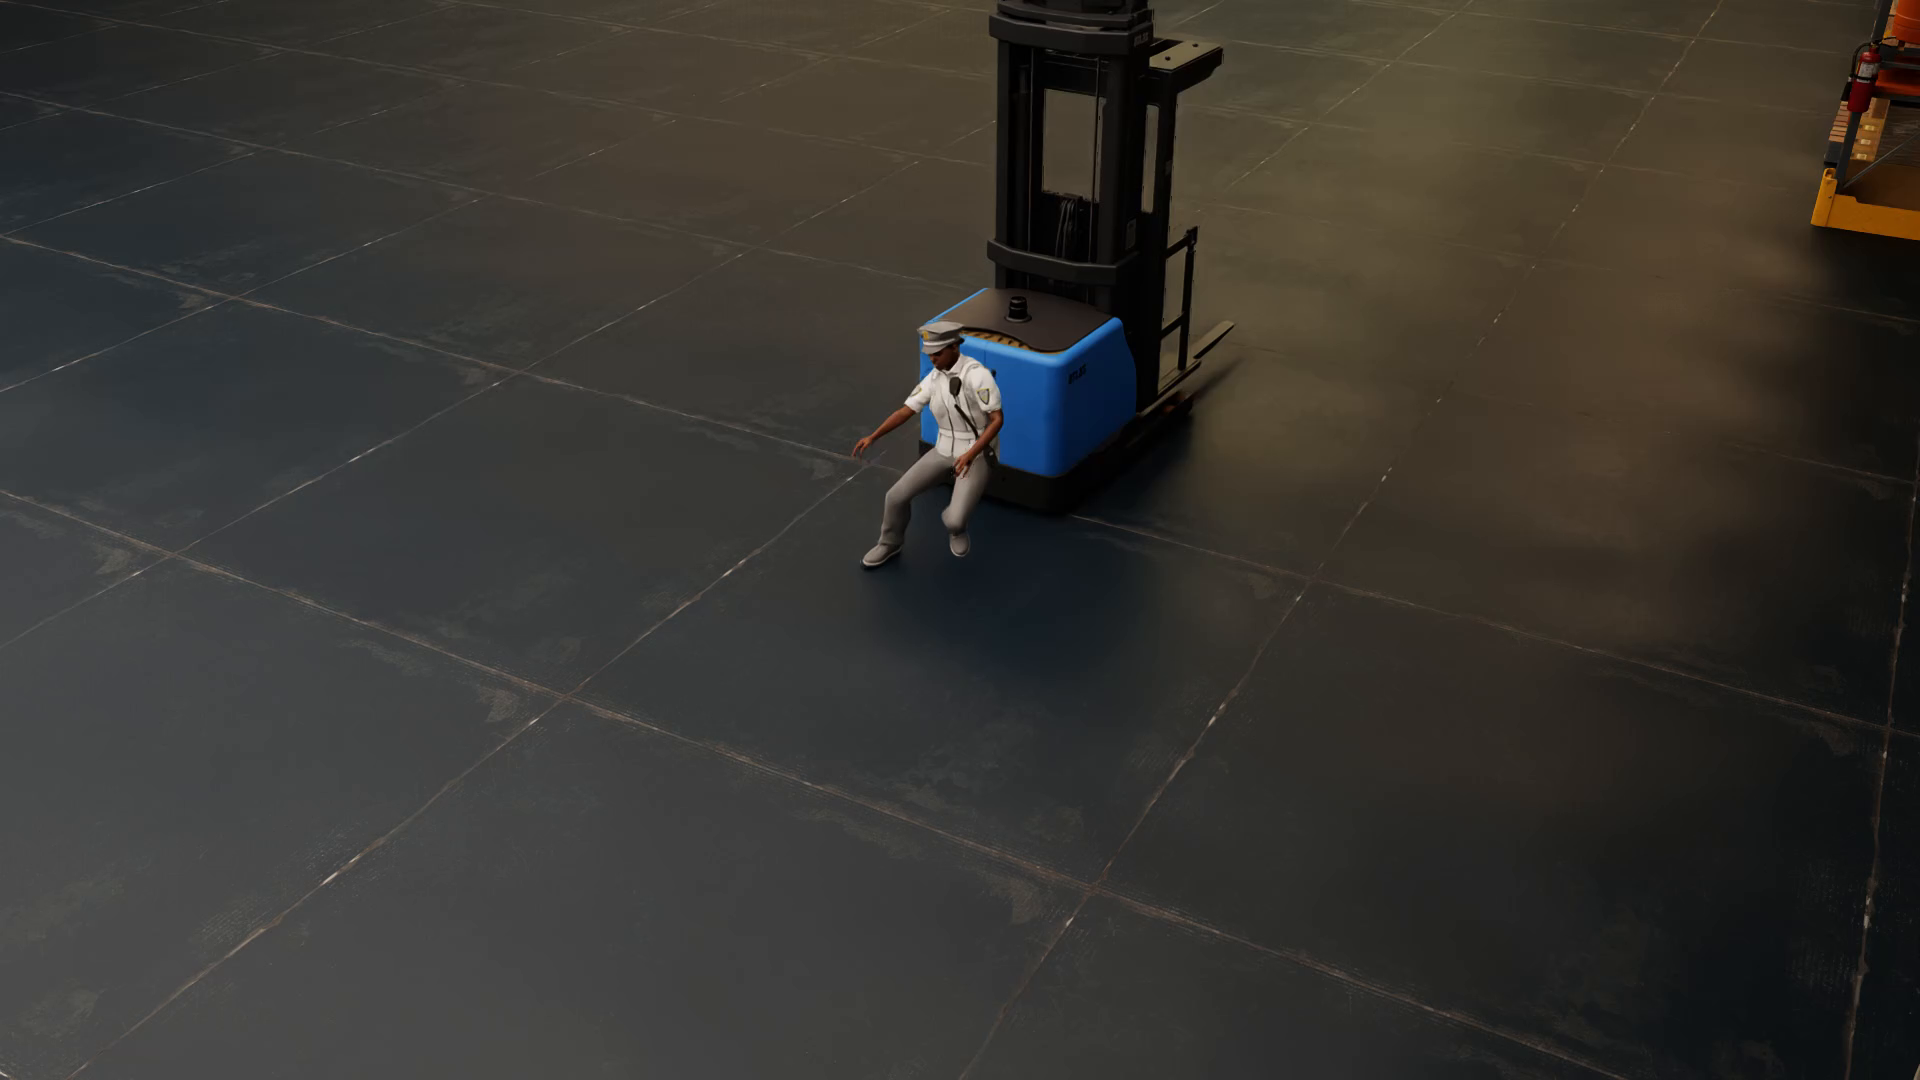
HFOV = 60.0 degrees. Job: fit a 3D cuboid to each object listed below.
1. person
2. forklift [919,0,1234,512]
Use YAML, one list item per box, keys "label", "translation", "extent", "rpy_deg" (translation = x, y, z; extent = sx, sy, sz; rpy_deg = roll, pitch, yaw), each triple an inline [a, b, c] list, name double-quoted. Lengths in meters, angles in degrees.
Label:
- label: "person"
  translation: [-0.167, -0.465, 9.315]
  extent: [0.756, 1.483, 0.723]
  rpy_deg: [24, 38, 35]
- label: "forklift"
  translation: [0.948, -2.138, 10.775]
  extent: [1.130, 2.935, 3.031]
  rpy_deg: [17, 34, 27]
